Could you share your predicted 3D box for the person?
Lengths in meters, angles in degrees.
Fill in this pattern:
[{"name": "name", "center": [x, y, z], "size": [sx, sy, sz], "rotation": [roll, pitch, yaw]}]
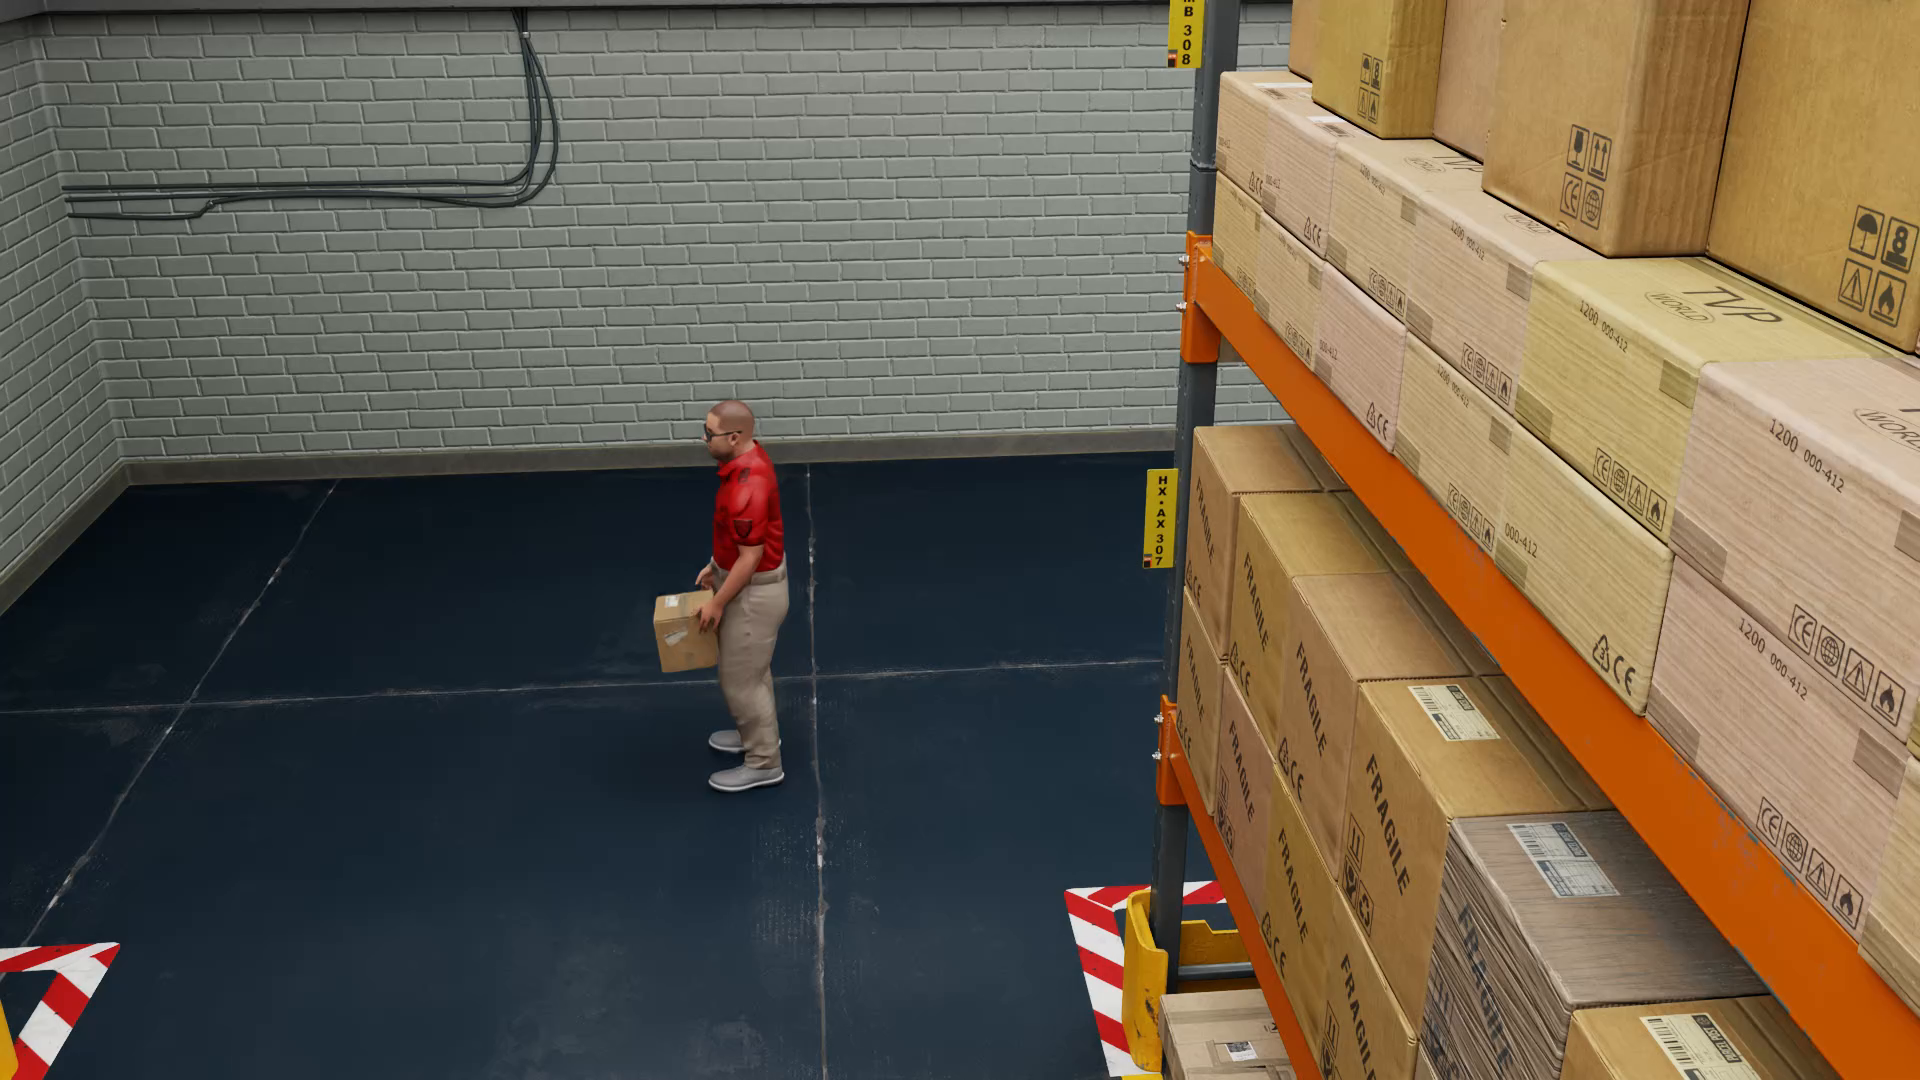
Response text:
[{"name": "person", "center": [-0.934, 0.225, 7.093], "size": [0.405, 1.733, 0.547], "rotation": [-3, 24, -6]}]
